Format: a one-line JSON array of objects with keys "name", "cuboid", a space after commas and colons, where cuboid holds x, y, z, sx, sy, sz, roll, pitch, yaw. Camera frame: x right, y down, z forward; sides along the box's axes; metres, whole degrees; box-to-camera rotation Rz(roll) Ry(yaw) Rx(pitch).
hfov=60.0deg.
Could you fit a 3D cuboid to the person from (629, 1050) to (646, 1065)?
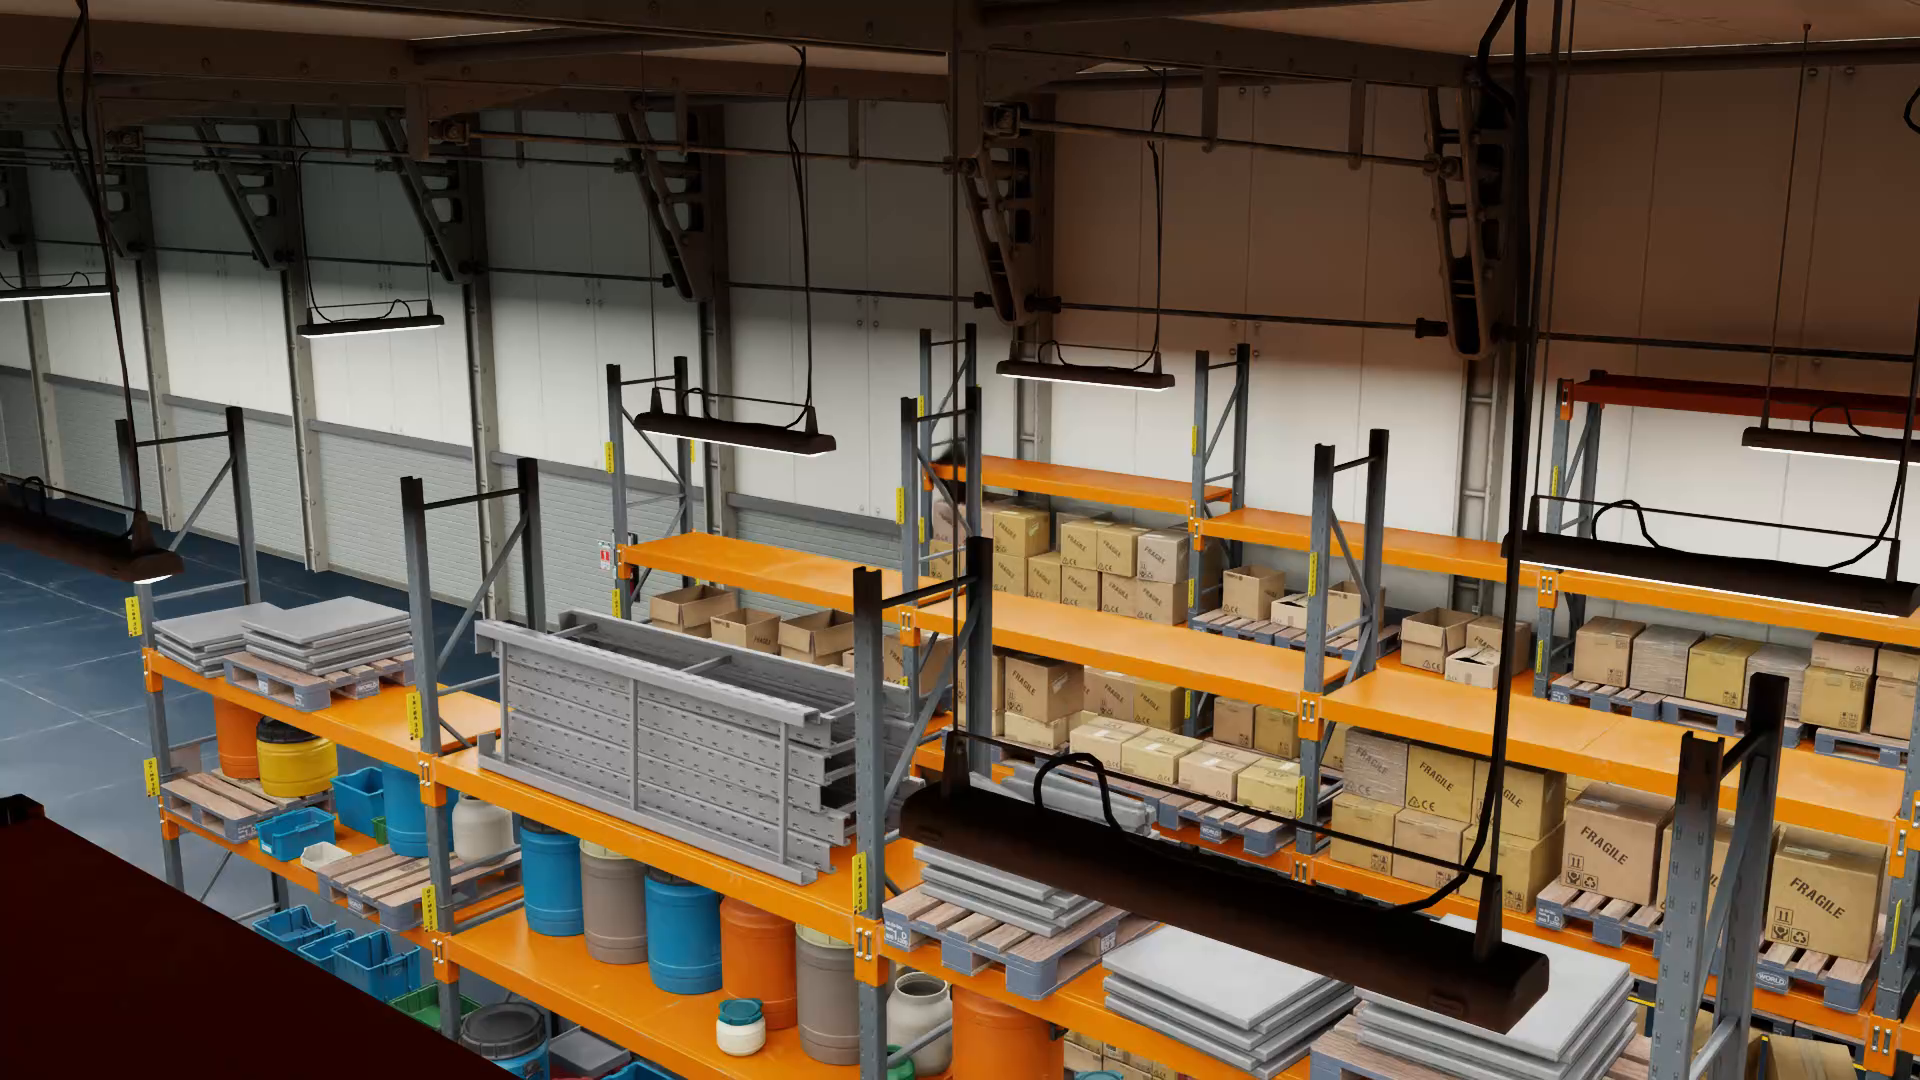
[{"name": "person", "cuboid": [-2.870, 4.208, 14.028, 0.520, 1.600, 0.618, 12, 17, 42]}]
